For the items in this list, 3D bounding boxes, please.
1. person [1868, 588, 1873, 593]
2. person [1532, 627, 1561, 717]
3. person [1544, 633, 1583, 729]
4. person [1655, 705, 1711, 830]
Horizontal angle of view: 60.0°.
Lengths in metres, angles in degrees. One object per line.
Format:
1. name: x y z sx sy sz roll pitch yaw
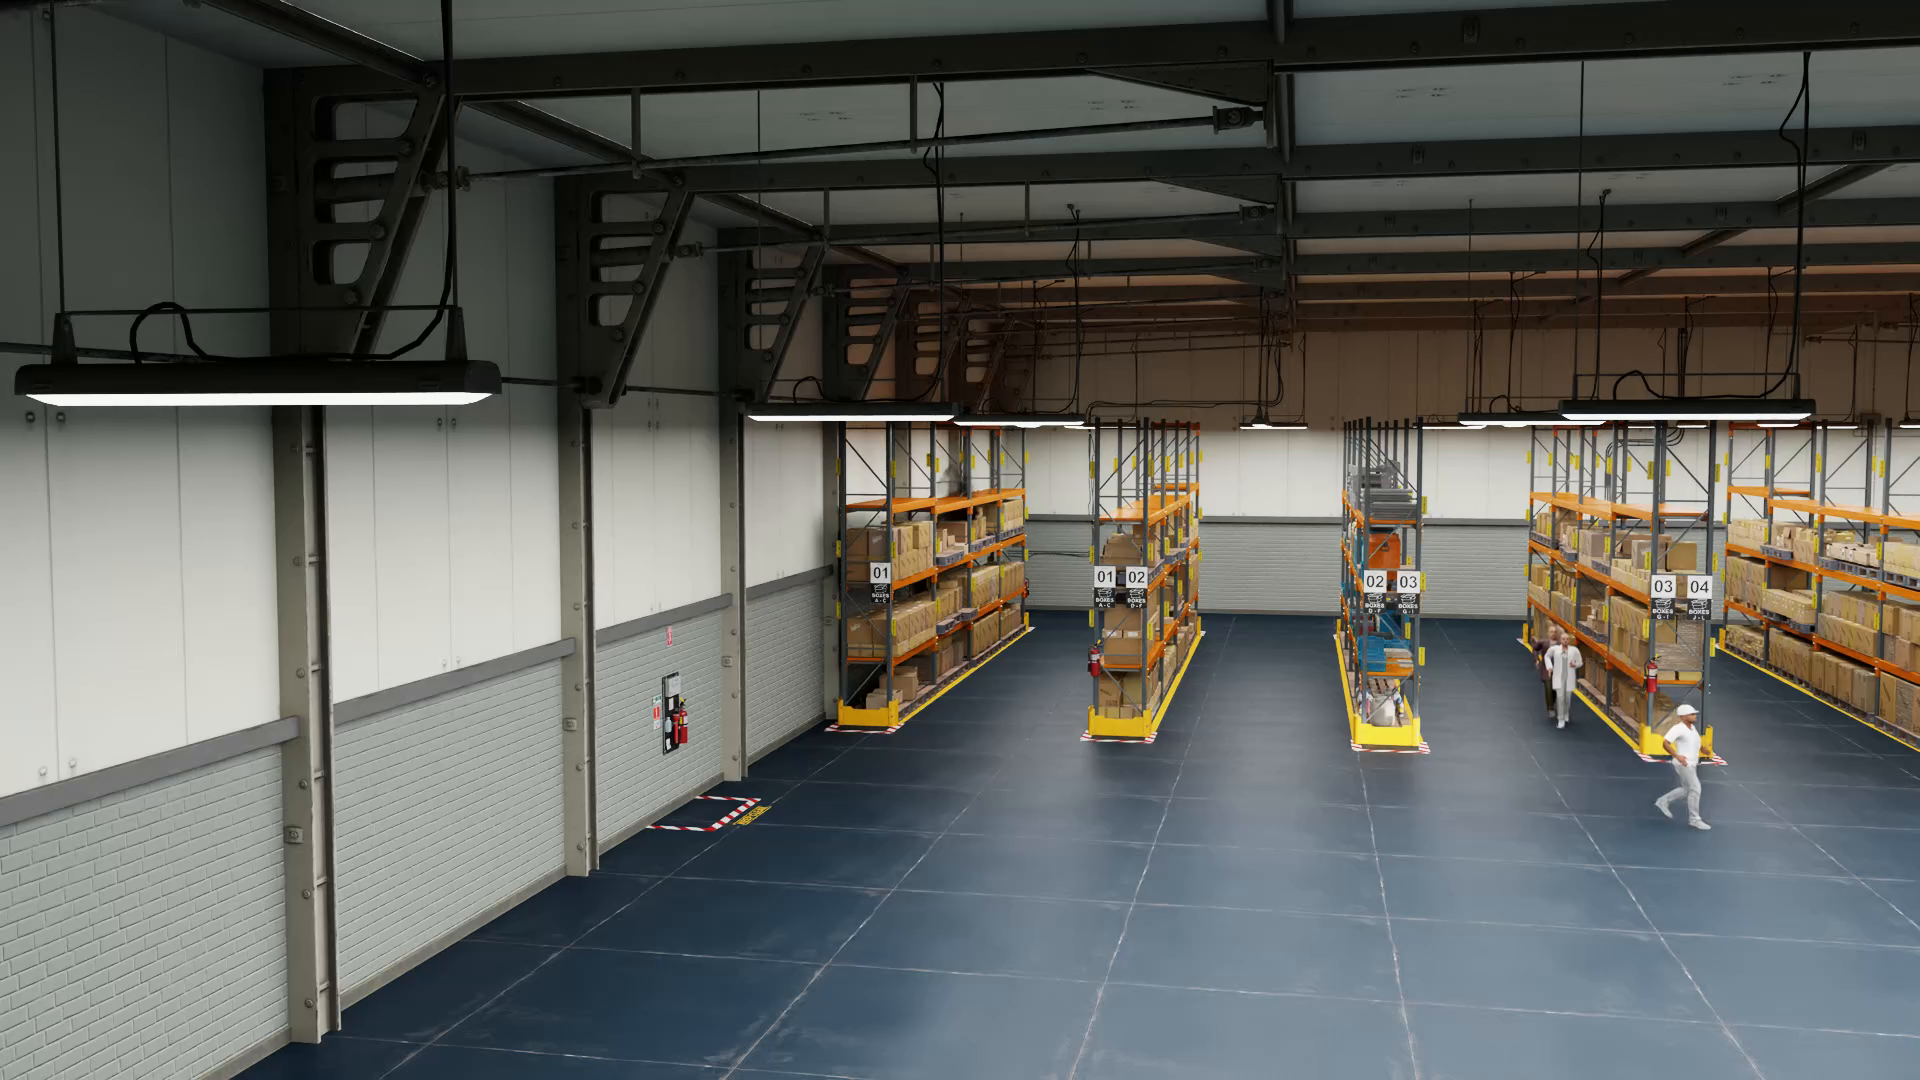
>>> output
1. person: 24.413 1.997 44.748 0.544 1.667 0.605 1 4 15
2. person: 11.940 2.629 33.549 0.703 1.761 1.066 1 4 8
3. person: 11.793 2.718 32.488 0.701 1.805 0.918 1 4 14
4. person: 10.515 3.269 24.160 0.827 1.769 0.701 3 5 40
